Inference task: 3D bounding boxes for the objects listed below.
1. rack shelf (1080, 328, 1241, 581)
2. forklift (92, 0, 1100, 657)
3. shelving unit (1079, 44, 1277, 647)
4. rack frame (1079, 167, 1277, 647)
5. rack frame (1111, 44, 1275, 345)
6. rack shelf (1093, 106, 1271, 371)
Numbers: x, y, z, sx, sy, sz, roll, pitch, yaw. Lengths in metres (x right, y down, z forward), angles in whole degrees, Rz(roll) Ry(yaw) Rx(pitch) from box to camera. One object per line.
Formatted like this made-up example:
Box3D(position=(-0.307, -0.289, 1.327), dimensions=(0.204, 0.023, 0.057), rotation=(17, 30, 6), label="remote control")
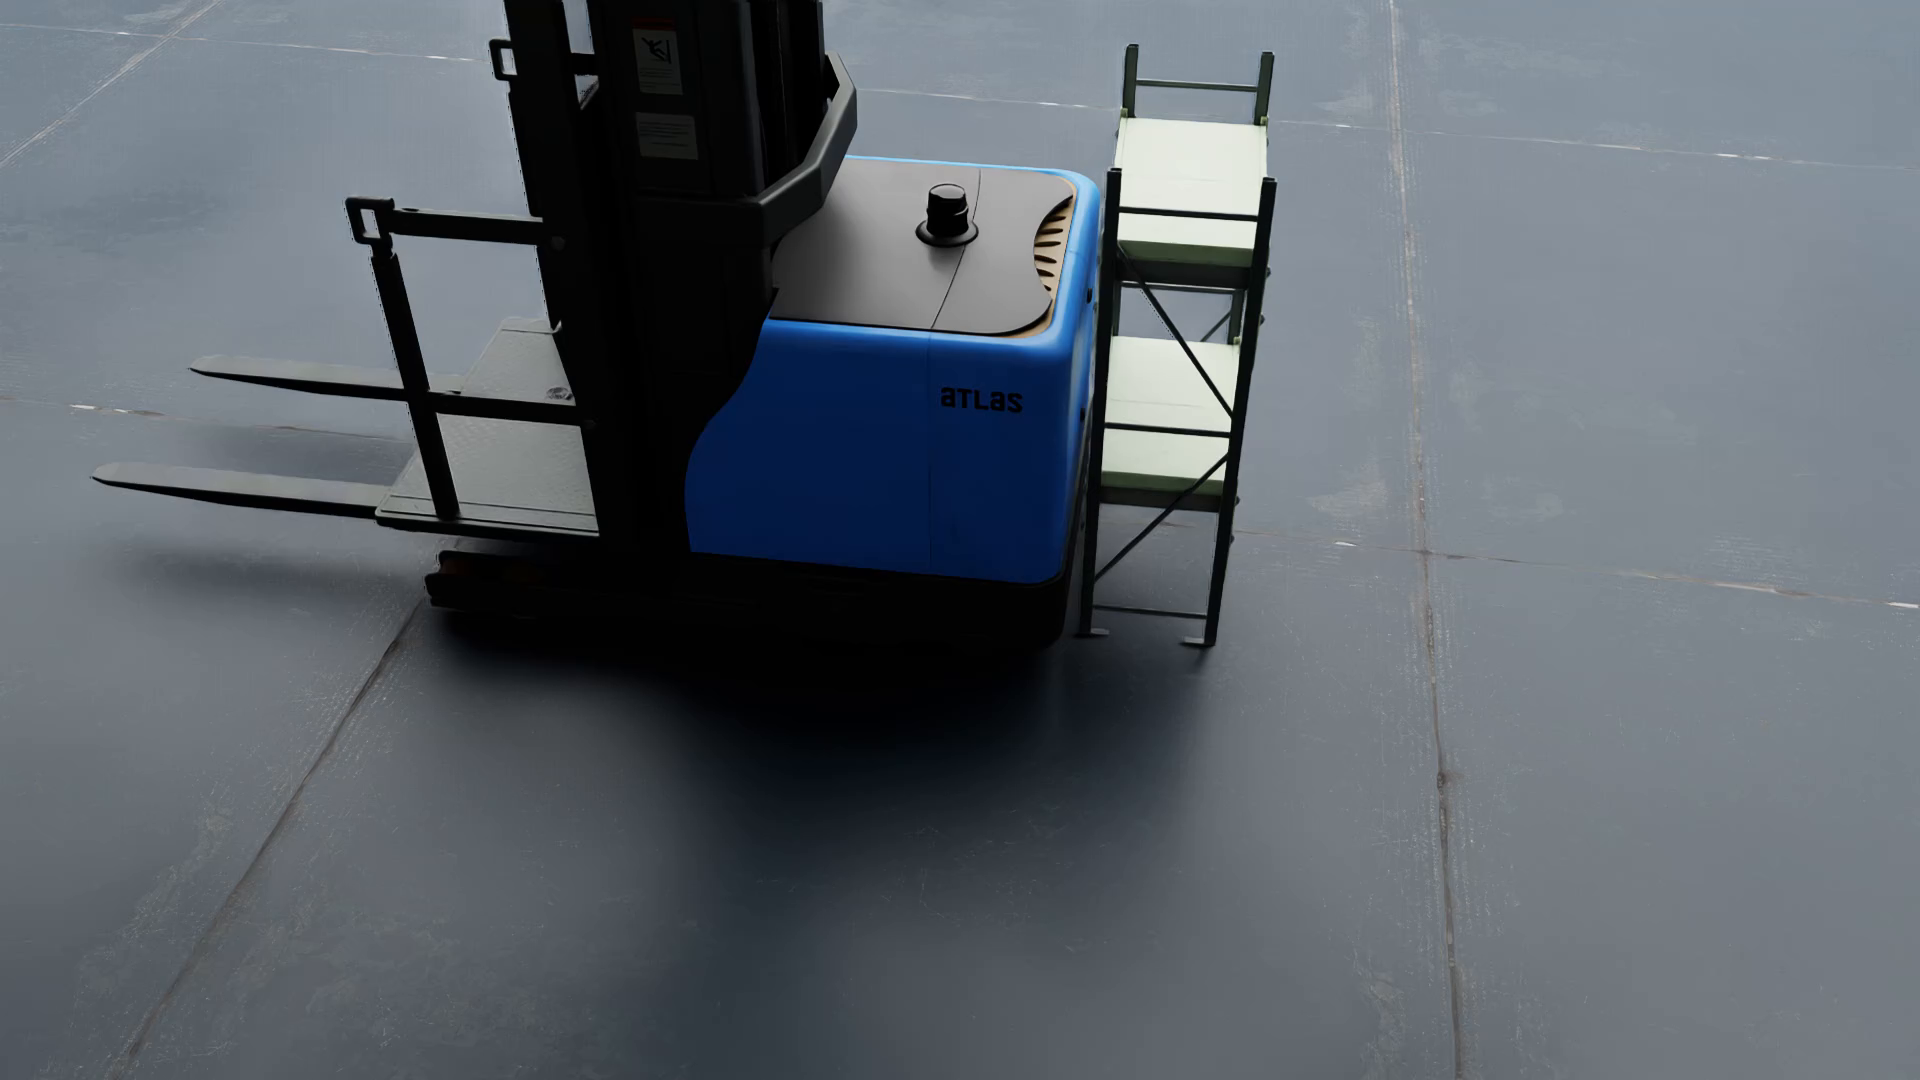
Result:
Box3D(position=(0.601, -0.269, 4.910), dimensions=(0.431, 0.370, 0.720), rotation=(5, 40, 6), label="rack shelf")
Box3D(position=(-1.138, -1.221, 4.426), dimensions=(3.031, 2.935, 1.130), rotation=(5, 40, 6), label="forklift")
Box3D(position=(0.601, -0.520, 4.702), dimensions=(0.431, 1.500, 0.755), rotation=(5, 40, 6), label="shelving unit")
Box3D(position=(0.550, -0.289, 4.423), dimensions=(0.400, 1.500, 0.023), rotation=(5, 40, 6), label="rack frame")
Box3D(position=(0.651, -0.751, 4.982), dimensions=(0.400, 1.500, 0.023), rotation=(5, 40, 6), label="rack frame")
Box3D(position=(0.601, -0.821, 4.454), dimensions=(0.431, 0.370, 0.720), rotation=(5, 40, 6), label="rack shelf")
